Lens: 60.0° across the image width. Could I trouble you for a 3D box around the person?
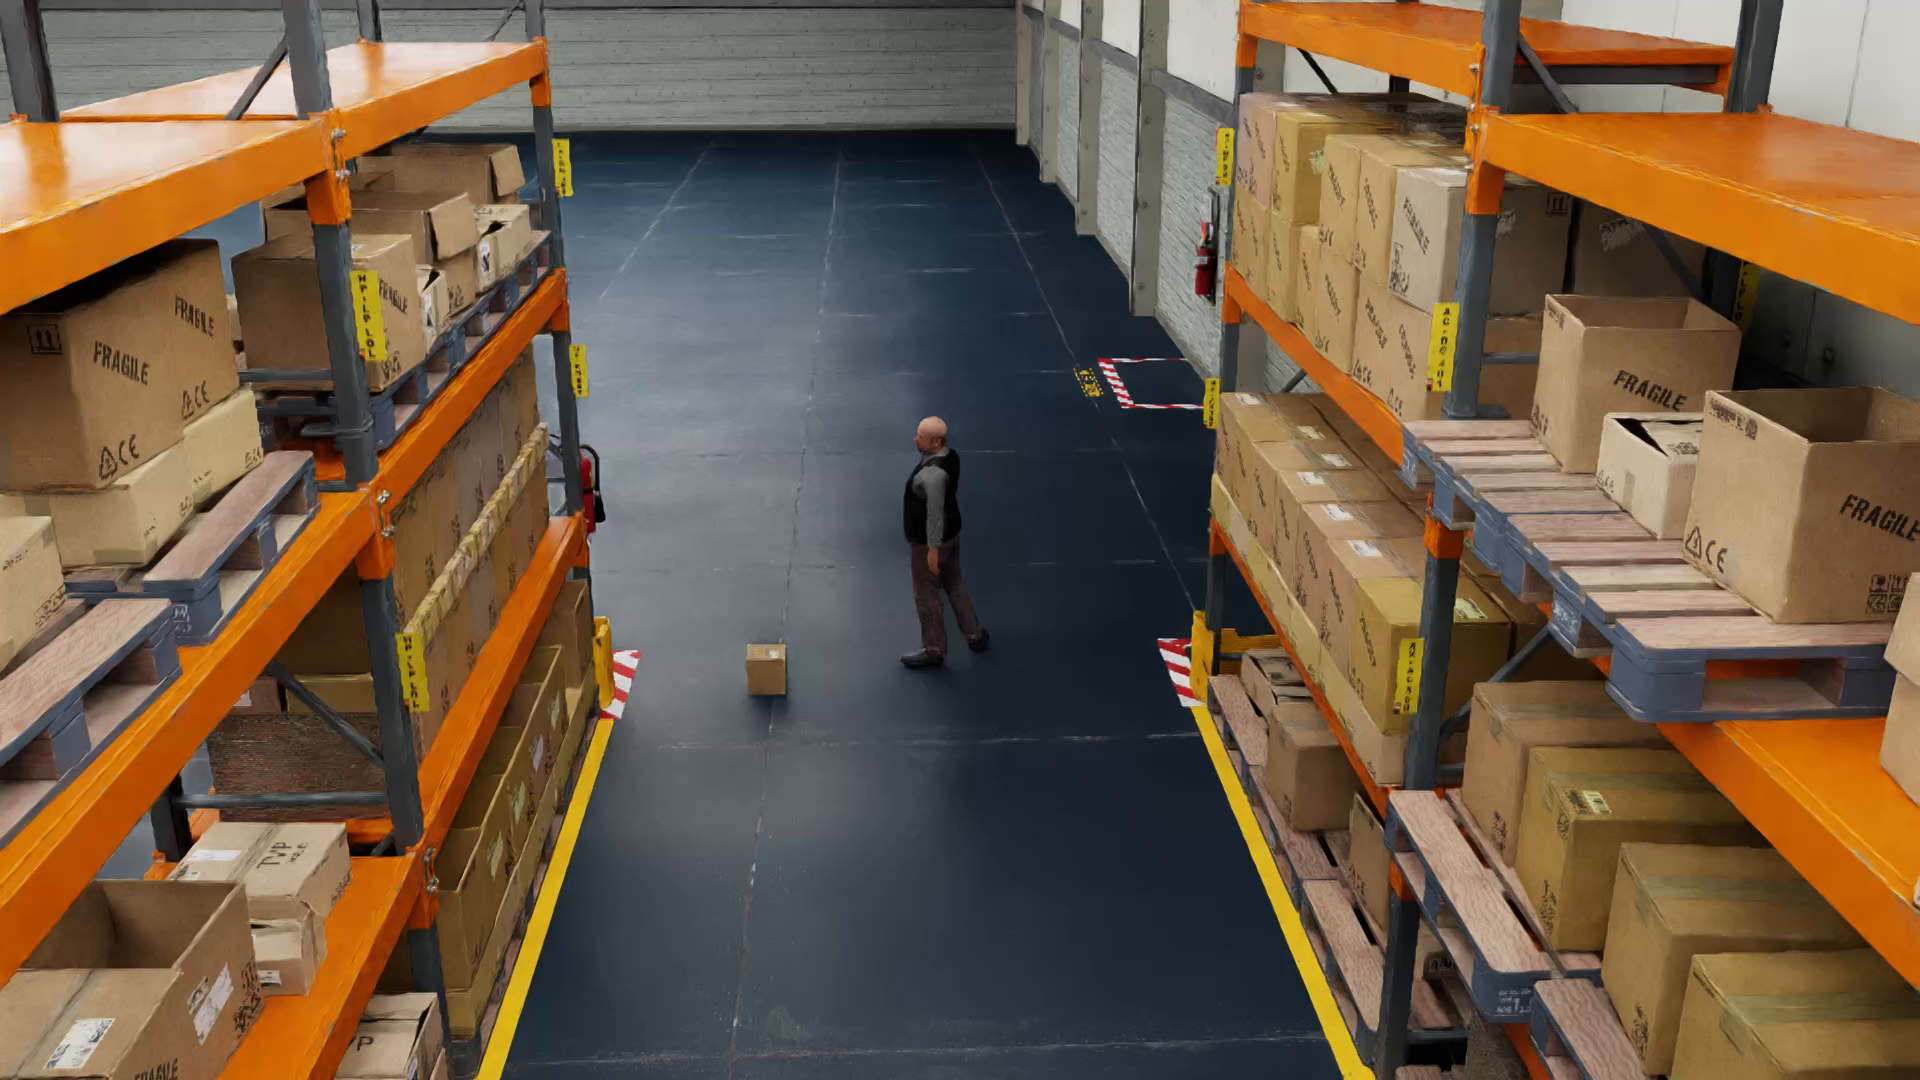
[{"bbox_3d":[-0.097,-0.023,11.181,0.470,1.725,0.692,7,21,18],"label":"person"}]
